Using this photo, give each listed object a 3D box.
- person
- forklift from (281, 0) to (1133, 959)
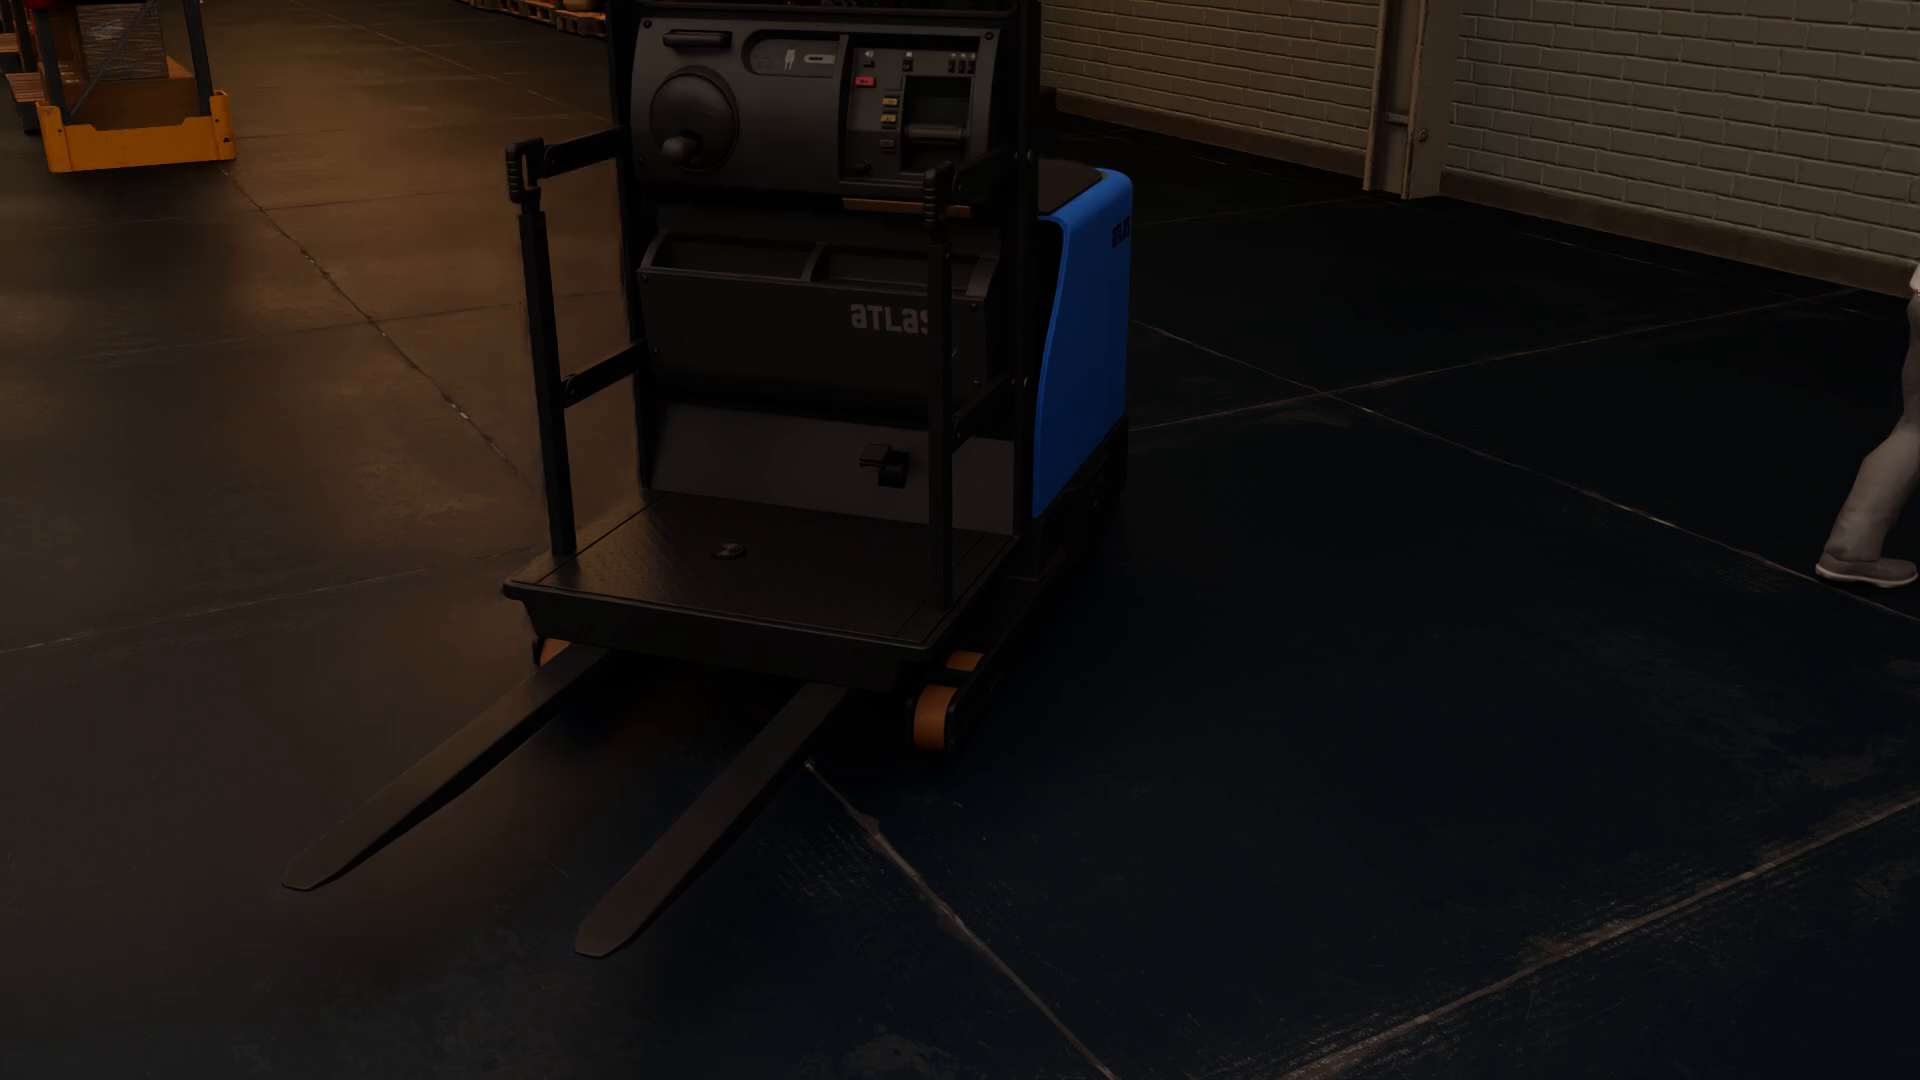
[{"bbox_3d":[2.839,-0.580,4.441,0.683,1.658,0.912,0,22,-1],"label":"person"},{"bbox_3d":[-0.425,-1.026,3.773,1.130,2.935,3.031,8,23,18],"label":"forklift"}]
